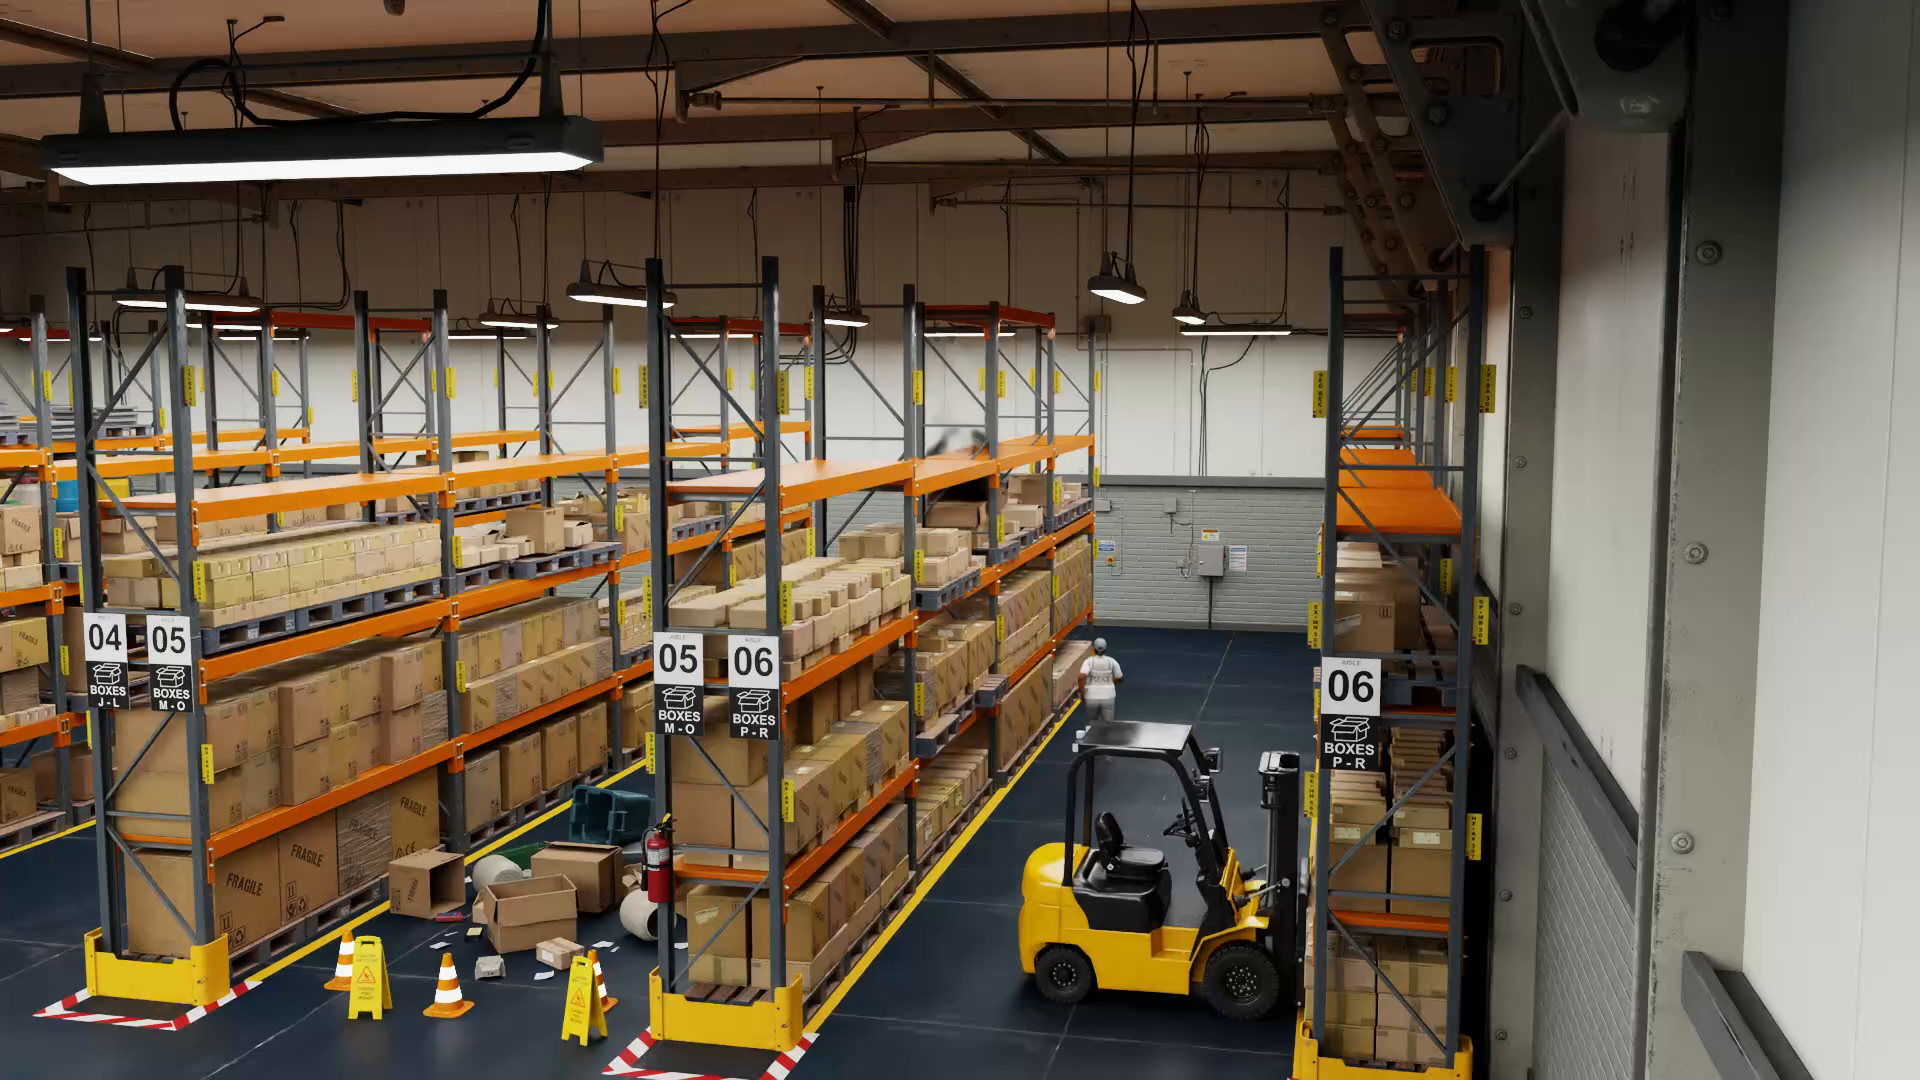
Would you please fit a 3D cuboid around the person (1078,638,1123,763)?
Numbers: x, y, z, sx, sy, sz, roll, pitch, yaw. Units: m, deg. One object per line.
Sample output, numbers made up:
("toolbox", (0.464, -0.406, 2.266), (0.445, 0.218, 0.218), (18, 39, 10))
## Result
("person", (1.850, 2.115, 21.810), (0.593, 1.653, 0.852), (0, 6, 0))
